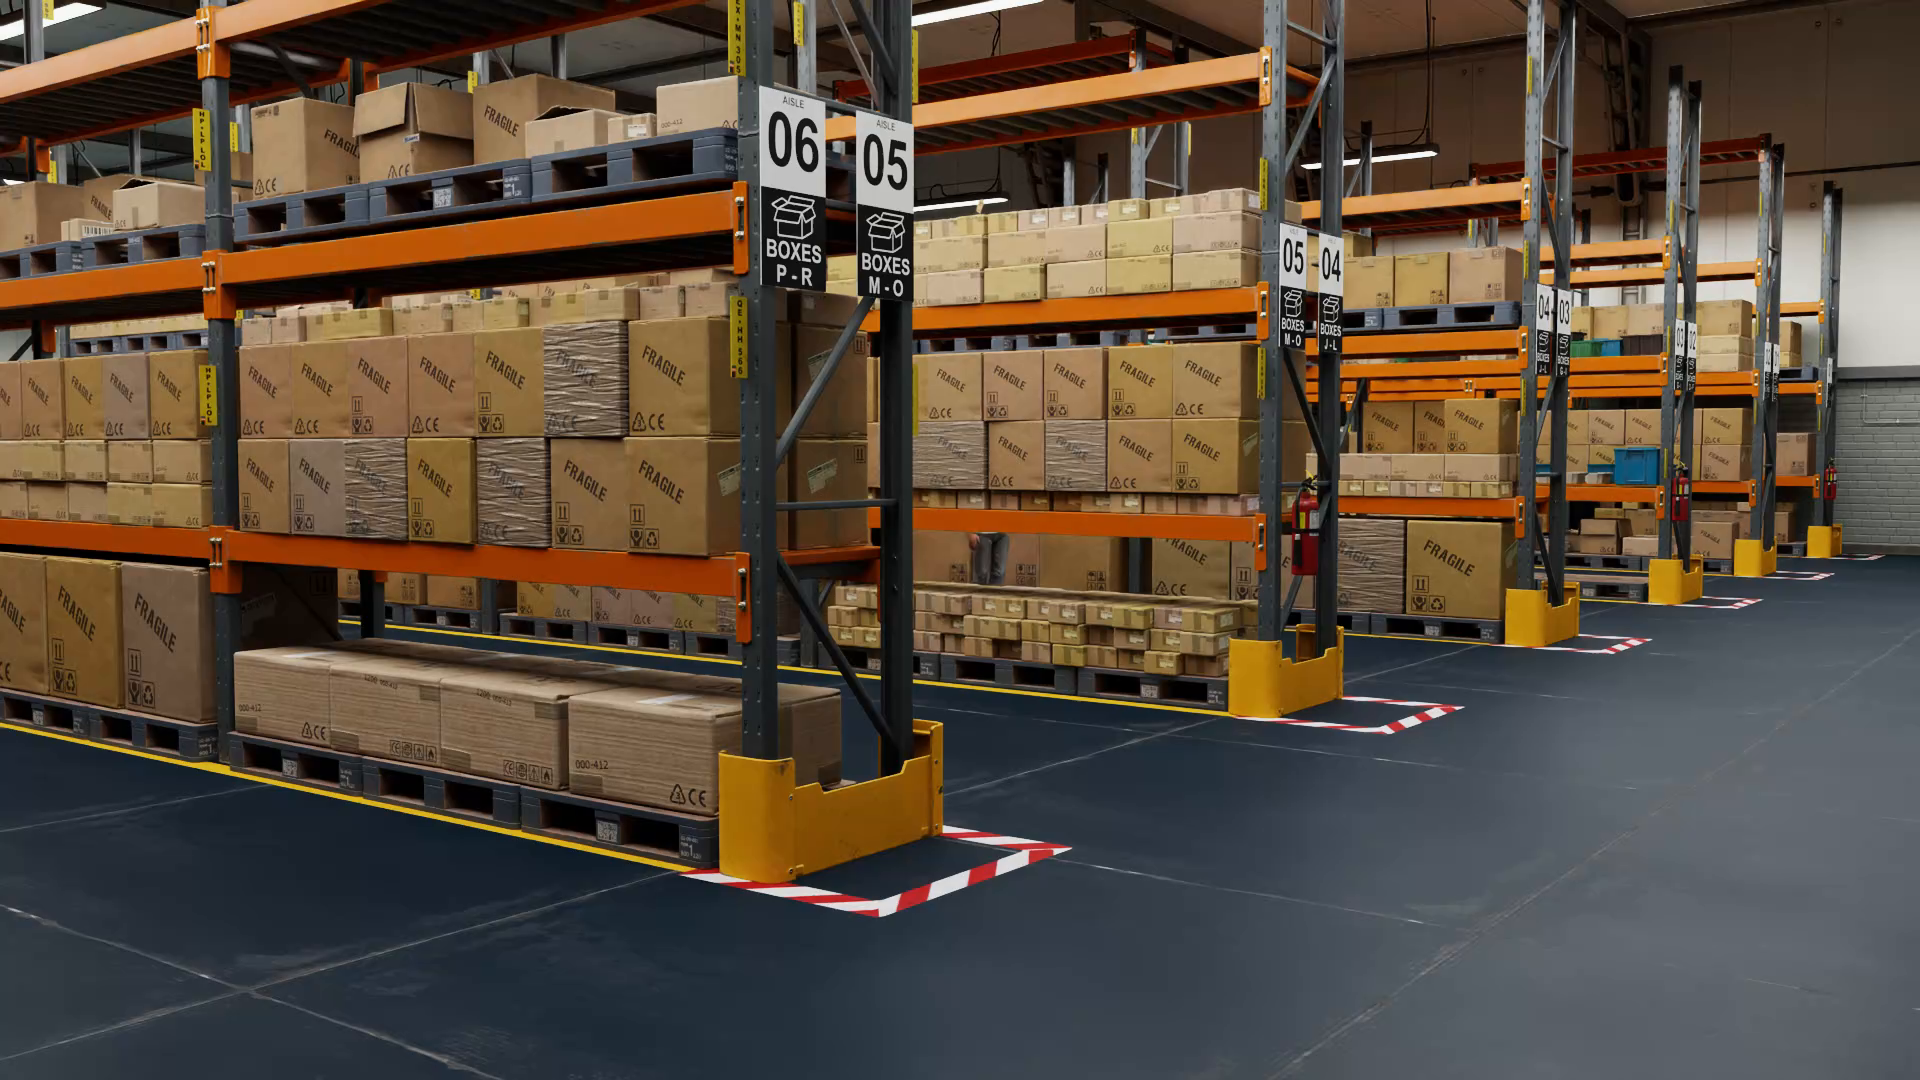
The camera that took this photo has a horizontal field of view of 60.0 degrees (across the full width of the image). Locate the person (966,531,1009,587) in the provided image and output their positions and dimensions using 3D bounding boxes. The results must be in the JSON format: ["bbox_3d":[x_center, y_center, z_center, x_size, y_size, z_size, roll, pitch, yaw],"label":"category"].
[{"bbox_3d":[0.285,-0.070,16.776,0.581,1.766,0.402,-3,4,-39],"label":"person"}]
